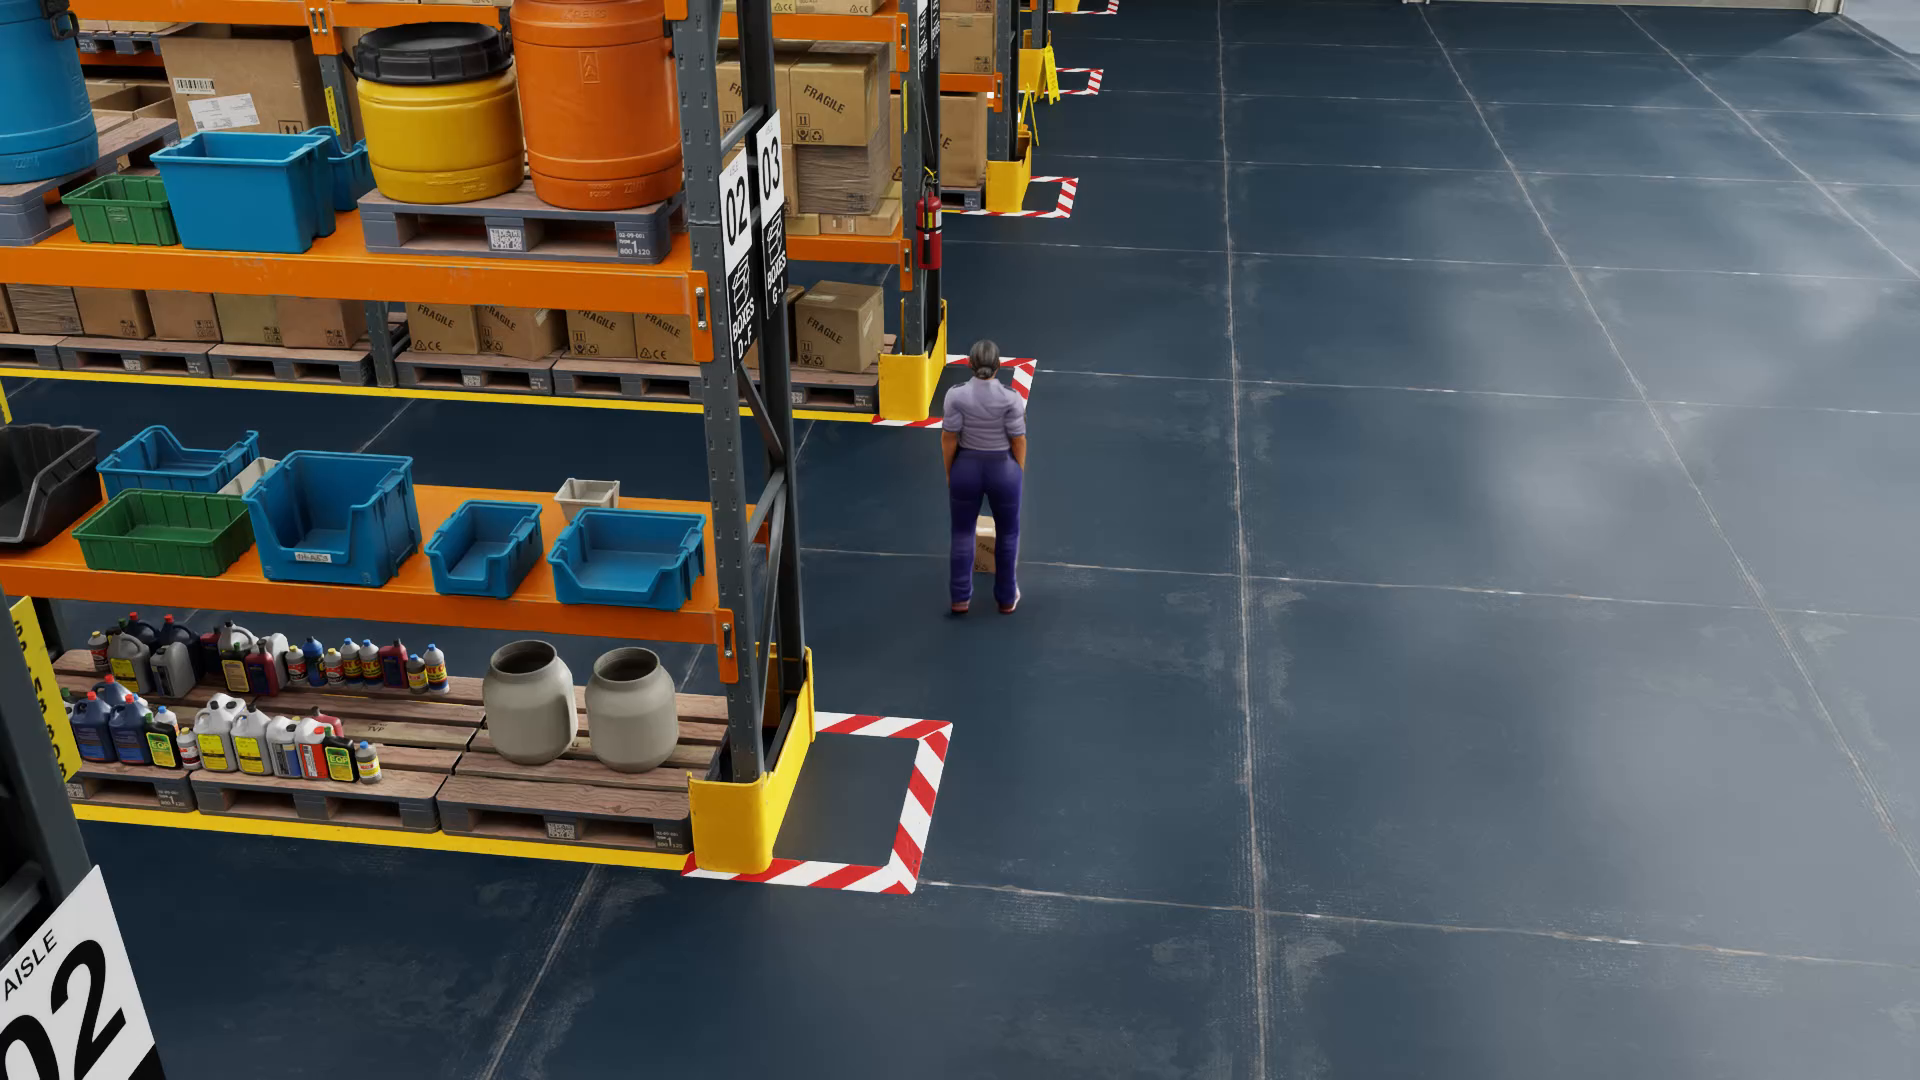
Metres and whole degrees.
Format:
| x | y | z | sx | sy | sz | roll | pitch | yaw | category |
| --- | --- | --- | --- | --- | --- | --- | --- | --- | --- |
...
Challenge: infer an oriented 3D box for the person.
| x | y | z | sx | sy | sz | roll | pitch | yaw | category |
| --- | --- | --- | --- | --- | --- | --- | --- | --- | --- |
| 0.133 | -0.337 | 9.308 | 0.467 | 1.685 | 0.354 | 4 | 29 | 7 | person |
